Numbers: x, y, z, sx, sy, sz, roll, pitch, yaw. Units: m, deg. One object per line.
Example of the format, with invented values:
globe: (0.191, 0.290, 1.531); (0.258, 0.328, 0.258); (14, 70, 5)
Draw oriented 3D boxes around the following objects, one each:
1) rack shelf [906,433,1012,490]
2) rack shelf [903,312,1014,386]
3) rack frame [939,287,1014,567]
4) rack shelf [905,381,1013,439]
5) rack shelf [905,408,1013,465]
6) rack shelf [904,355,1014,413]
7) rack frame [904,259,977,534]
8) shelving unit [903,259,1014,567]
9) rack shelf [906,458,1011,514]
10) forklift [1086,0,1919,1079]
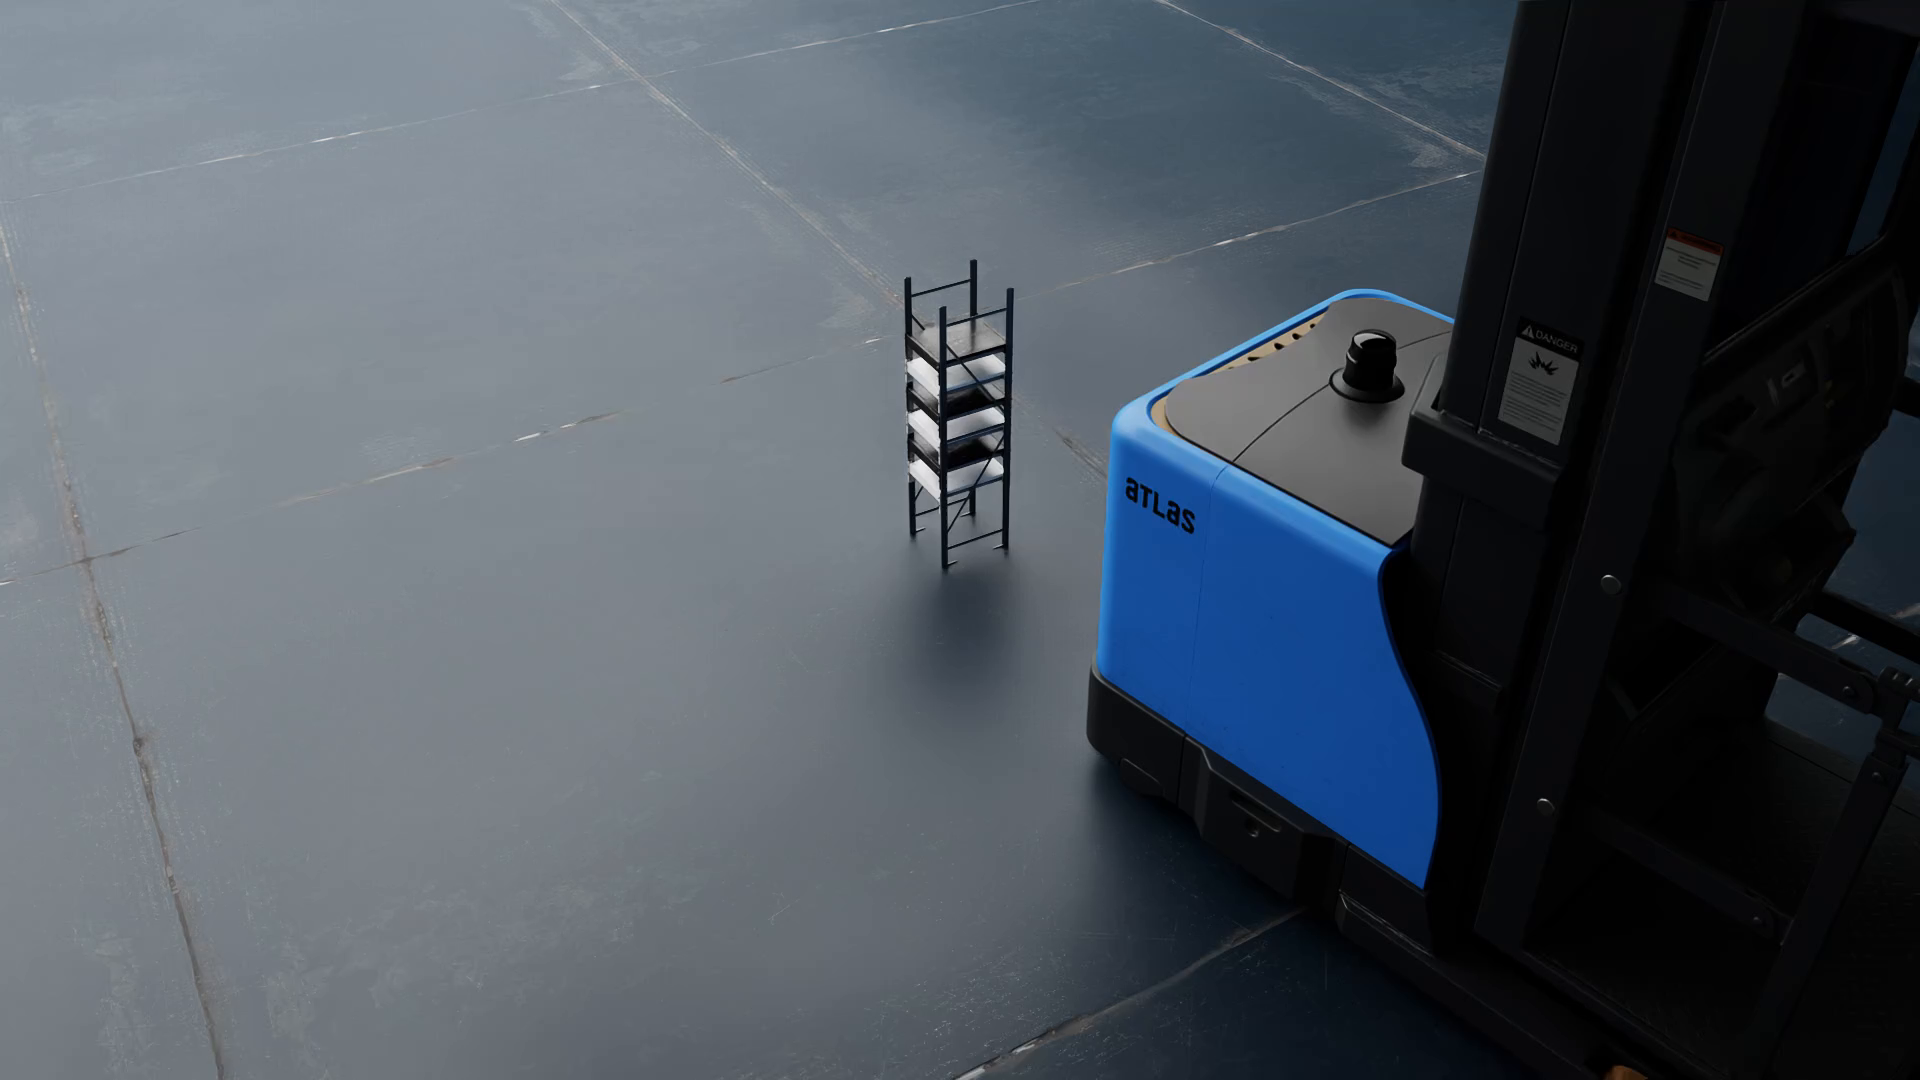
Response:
rack shelf: (-0.004, -0.268, 5.063); (0.258, 0.077, 0.200); (-19, 40, -24)
rack shelf: (-0.004, -0.559, 4.851); (0.258, 0.077, 0.200); (-19, 40, -24)
rack frame: (0.047, -0.316, 4.919); (0.240, 0.900, 0.006); (-19, 40, -24)
rack shelf: (-0.004, -0.413, 4.957); (0.258, 0.077, 0.200); (-19, 40, -24)
rack shelf: (-0.004, -0.341, 5.010); (0.258, 0.077, 0.200); (-19, 40, -24)
rack shelf: (-0.004, -0.486, 4.904); (0.258, 0.077, 0.200); (-19, 40, -24)
rack frame: (-0.055, -0.419, 5.061); (0.240, 0.900, 0.006); (-19, 40, -24)
shelving unit: (-0.004, -0.368, 4.990); (0.258, 0.900, 0.210); (-19, 40, -24)
rack shelf: (-0.004, -0.195, 5.116); (0.258, 0.077, 0.200); (-19, 40, -24)
forklift: (1.704, -0.168, 2.995); (1.130, 2.935, 3.031); (-29, 45, -33)
